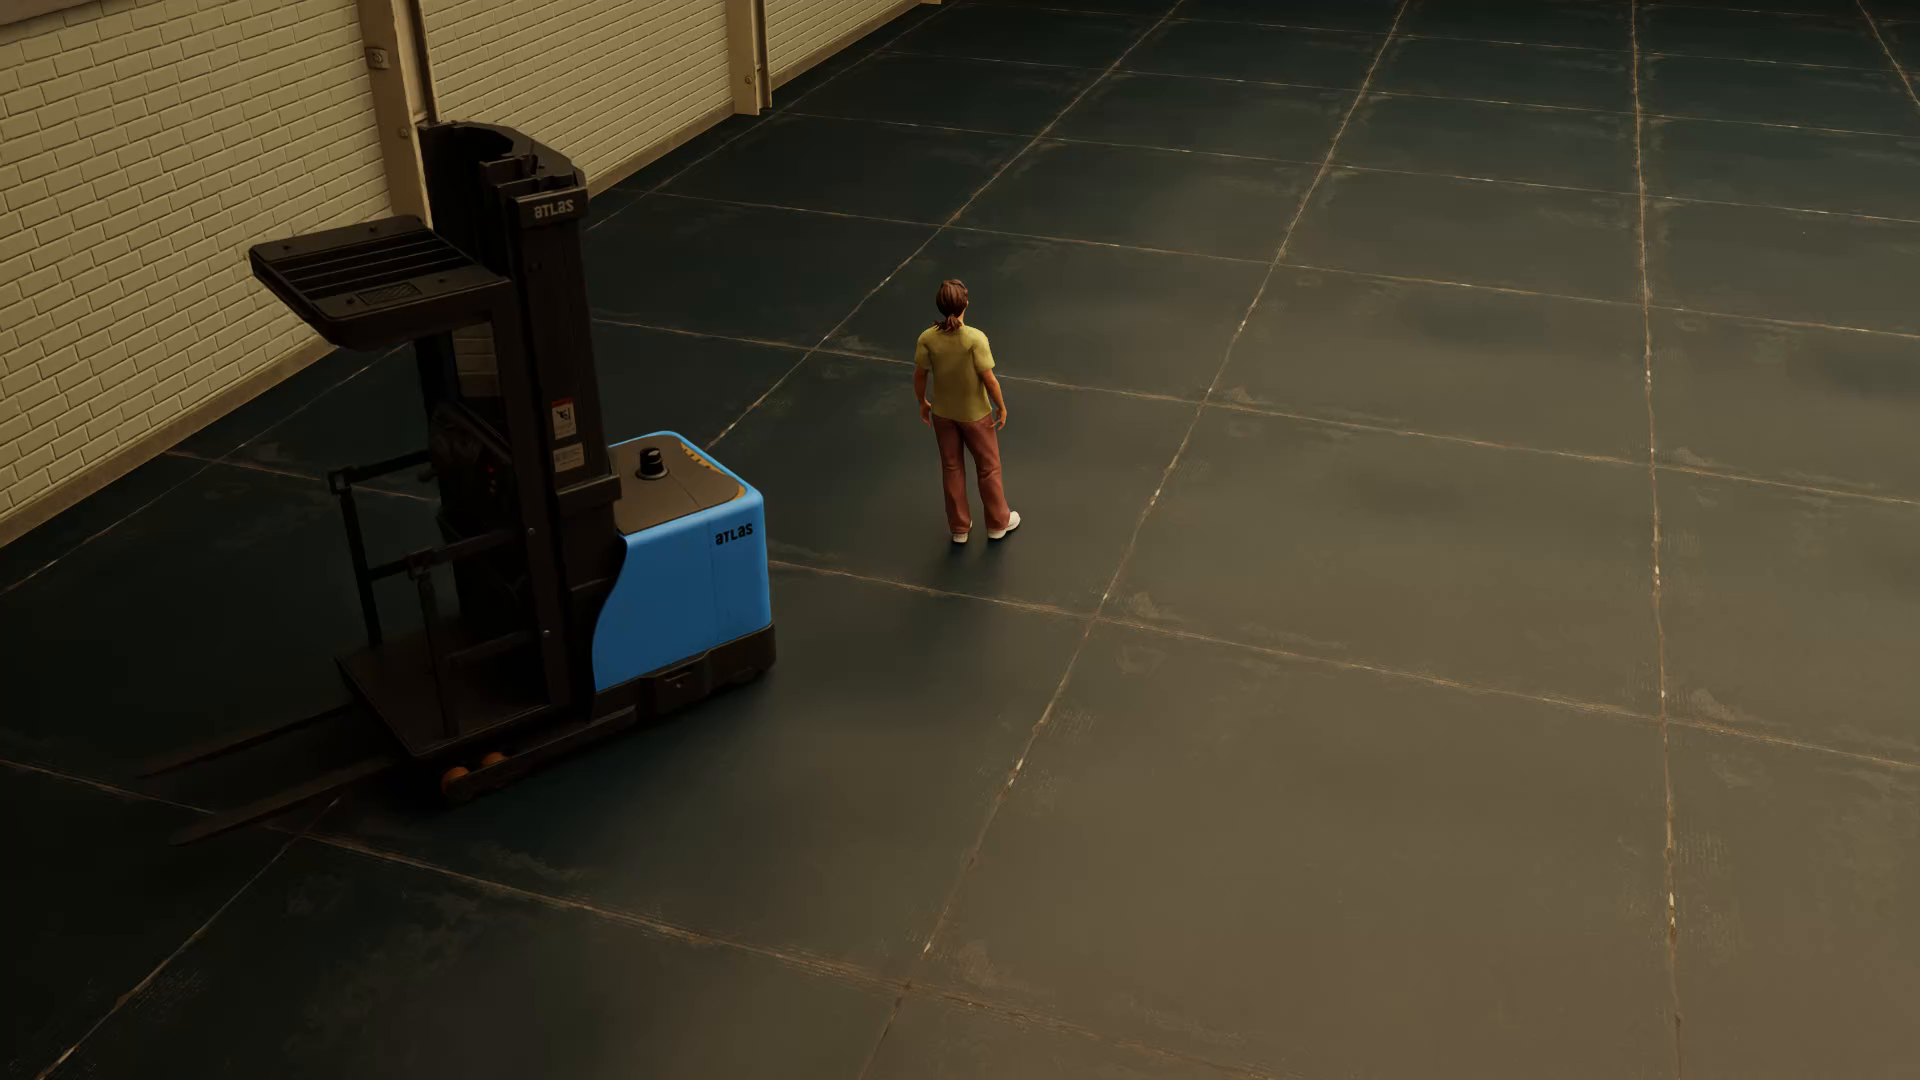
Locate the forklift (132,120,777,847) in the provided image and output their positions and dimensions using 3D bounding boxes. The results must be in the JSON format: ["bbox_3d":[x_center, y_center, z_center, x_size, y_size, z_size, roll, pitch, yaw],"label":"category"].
[{"bbox_3d":[-2.456,-0.322,7.701,3.031,2.935,1.130,-21,36,-32],"label":"forklift"}]

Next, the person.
[{"bbox_3d":[0.035,-0.767,9.735,0.554,1.673,0.548,10,31,16],"label":"person"}]
